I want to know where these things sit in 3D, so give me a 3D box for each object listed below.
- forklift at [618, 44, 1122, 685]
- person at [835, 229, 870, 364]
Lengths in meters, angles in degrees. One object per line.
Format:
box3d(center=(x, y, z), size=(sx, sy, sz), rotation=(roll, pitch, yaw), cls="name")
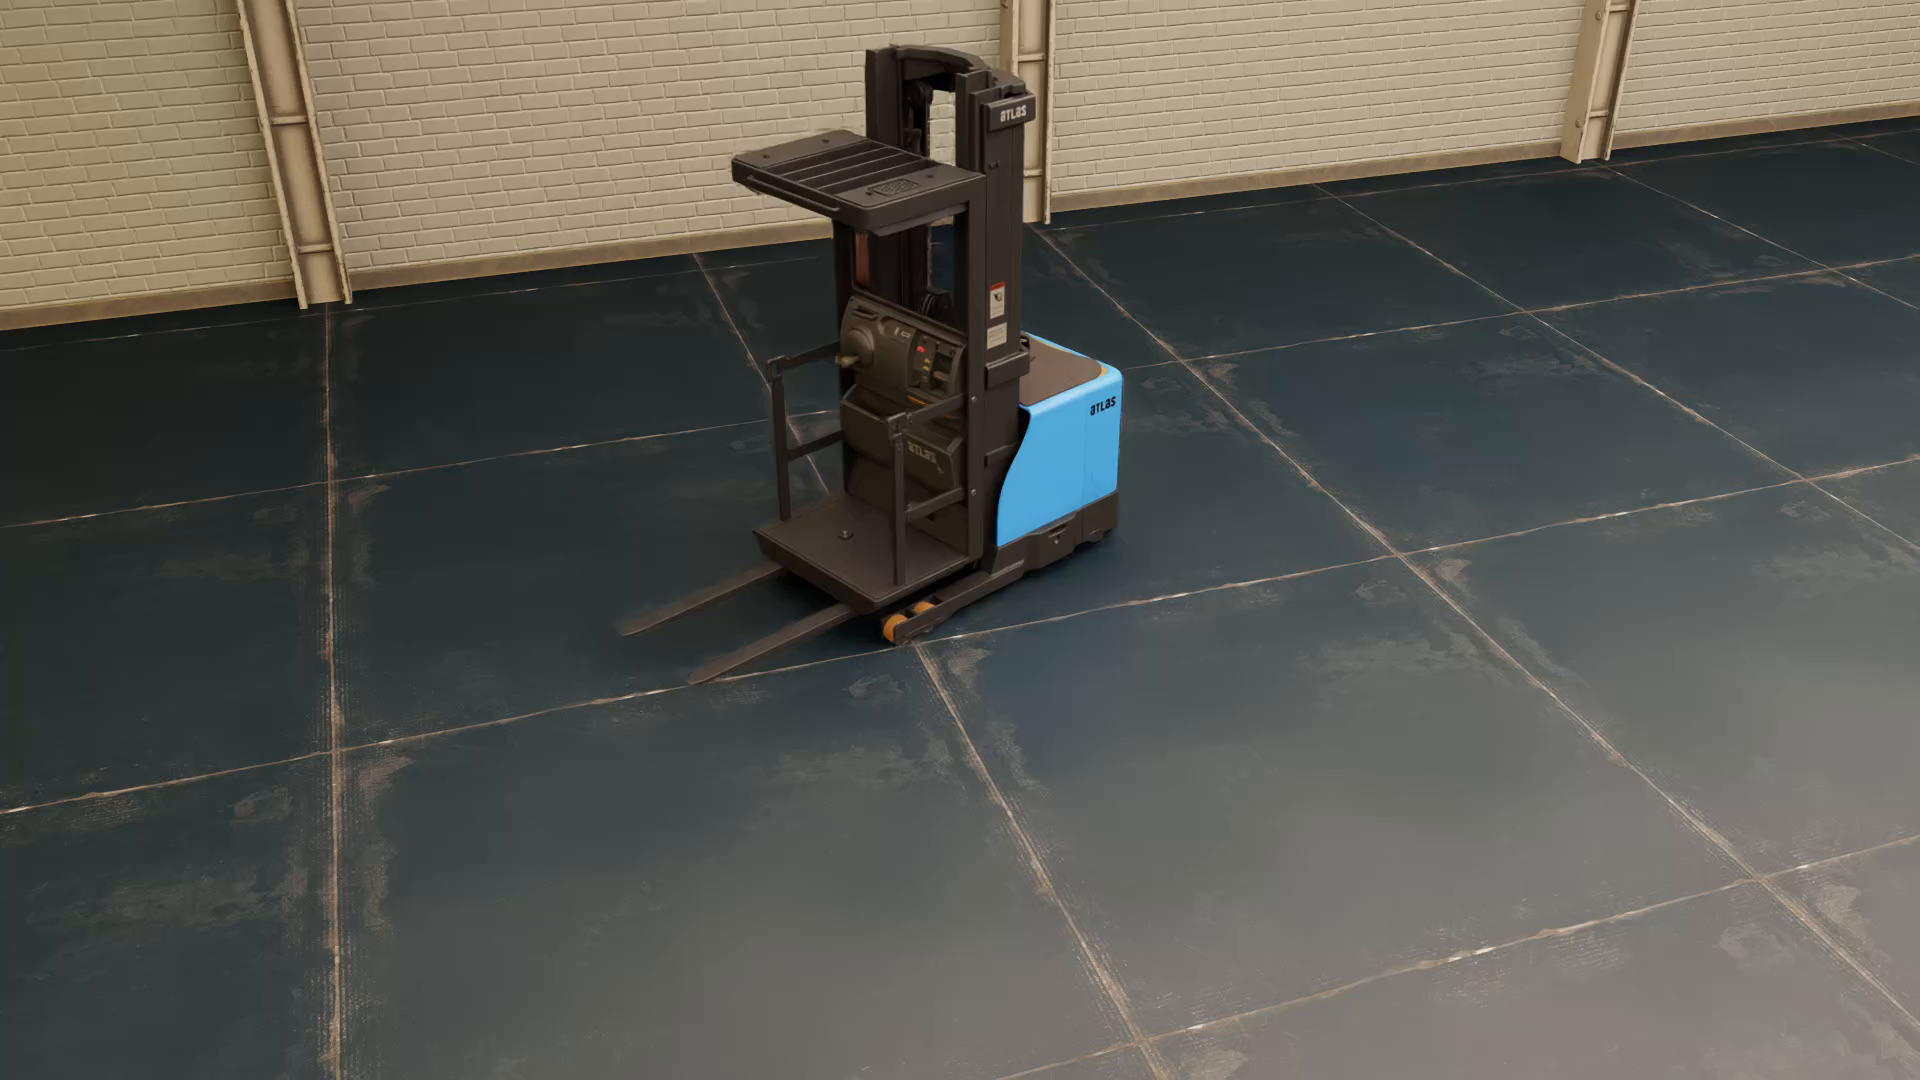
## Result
box3d(center=(-0.468, -0.991, 8.809), size=(3.031, 2.935, 1.130), rotation=(-25, 38, -36), cls="forklift")
box3d(center=(-0.566, -2.059, 12.044), size=(0.806, 1.590, 0.818), rotation=(22, 36, 33), cls="person")
